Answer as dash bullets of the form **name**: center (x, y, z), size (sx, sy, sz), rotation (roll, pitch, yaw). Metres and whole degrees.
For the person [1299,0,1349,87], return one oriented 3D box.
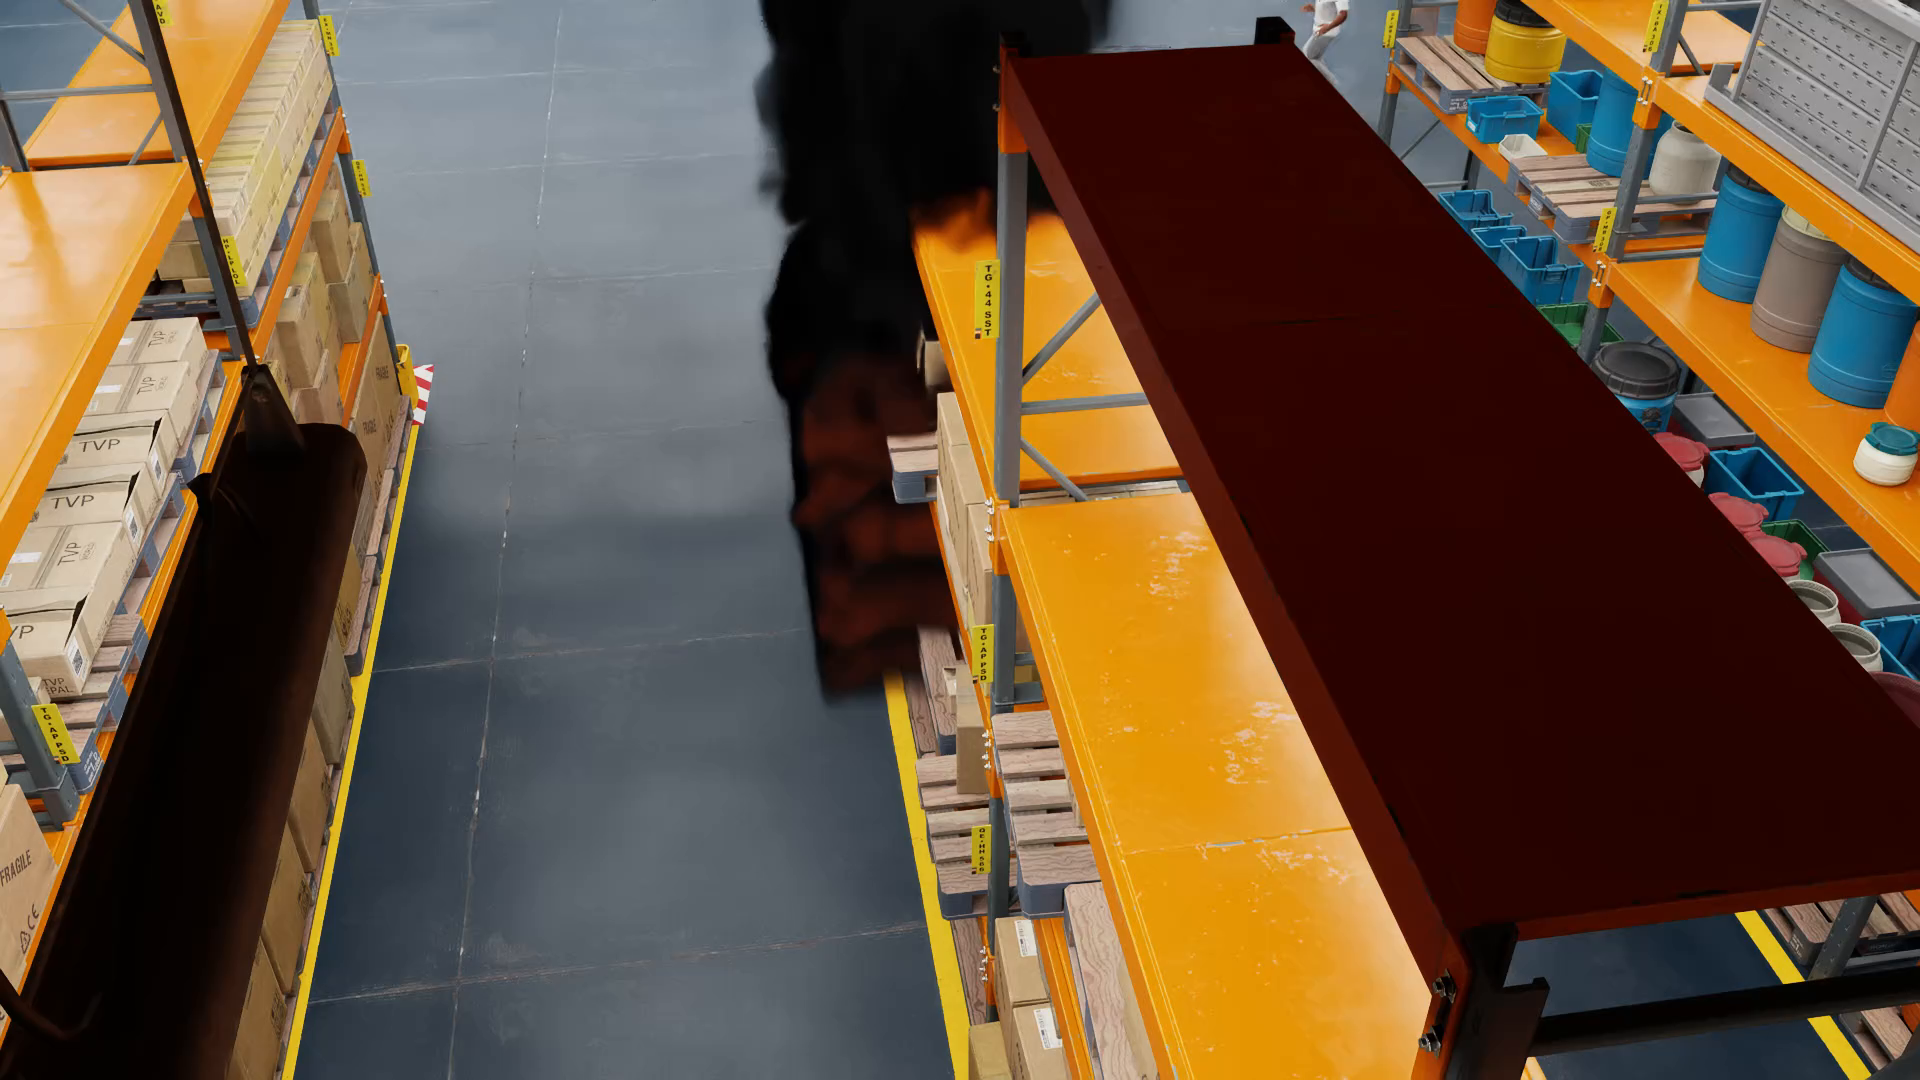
- **person**: center (4.466, -6.318, 20.582), size (0.582, 1.721, 0.688), rotation (6, 37, 9)
